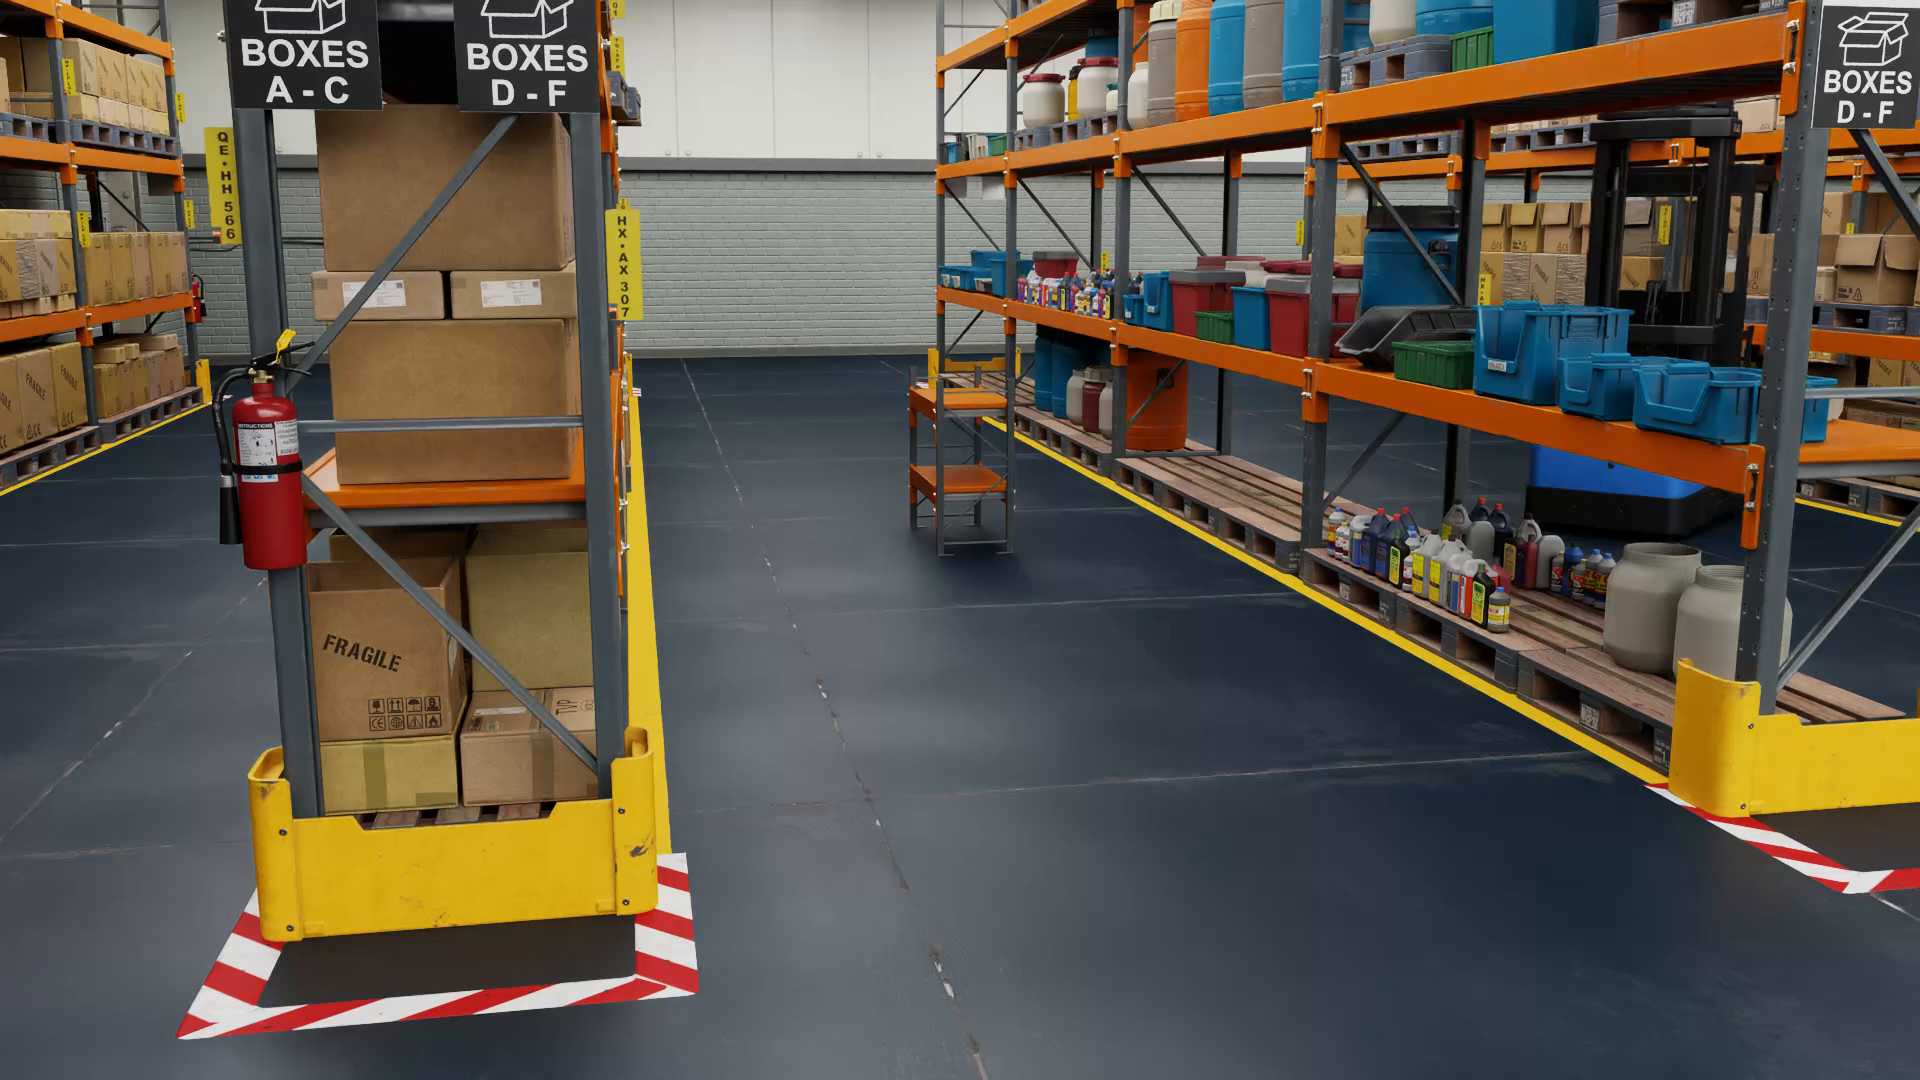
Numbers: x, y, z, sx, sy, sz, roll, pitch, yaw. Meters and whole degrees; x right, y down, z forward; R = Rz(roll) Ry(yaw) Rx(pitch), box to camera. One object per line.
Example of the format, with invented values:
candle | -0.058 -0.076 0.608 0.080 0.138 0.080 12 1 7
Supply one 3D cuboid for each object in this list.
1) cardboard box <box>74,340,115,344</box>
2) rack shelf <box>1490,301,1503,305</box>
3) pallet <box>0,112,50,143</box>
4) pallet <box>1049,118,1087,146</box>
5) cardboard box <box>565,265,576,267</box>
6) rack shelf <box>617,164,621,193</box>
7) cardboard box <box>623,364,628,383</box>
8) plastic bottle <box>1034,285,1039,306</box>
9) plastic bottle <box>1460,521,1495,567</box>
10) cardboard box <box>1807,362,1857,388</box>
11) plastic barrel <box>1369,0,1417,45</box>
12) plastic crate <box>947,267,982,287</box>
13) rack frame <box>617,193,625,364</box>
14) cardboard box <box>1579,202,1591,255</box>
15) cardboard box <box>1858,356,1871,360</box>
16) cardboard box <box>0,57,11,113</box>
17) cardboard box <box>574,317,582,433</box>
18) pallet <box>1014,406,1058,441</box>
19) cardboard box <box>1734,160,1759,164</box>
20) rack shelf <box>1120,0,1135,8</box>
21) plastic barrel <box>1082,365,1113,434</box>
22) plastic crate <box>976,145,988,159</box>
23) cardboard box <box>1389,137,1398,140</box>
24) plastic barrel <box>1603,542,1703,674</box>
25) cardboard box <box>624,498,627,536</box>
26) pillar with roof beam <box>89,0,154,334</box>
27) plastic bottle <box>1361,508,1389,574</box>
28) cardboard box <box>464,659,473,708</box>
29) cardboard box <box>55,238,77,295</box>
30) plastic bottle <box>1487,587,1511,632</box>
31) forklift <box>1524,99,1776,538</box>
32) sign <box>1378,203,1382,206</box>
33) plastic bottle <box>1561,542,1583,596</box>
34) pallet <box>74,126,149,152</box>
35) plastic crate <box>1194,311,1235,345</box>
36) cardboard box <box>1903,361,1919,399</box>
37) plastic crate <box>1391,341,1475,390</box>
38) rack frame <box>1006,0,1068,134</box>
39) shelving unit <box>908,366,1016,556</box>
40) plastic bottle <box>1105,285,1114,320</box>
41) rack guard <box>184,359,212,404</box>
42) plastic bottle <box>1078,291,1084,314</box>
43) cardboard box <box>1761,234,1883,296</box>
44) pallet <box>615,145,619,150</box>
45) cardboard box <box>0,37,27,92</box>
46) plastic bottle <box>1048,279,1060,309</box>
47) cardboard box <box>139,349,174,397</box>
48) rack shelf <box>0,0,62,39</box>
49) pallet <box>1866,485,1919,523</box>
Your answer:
cardboard box | -9.254 -2.046 17.749 0.380 0.149 0.250 -2 11 -10
rack shelf | 6.227 -2.177 16.535 1.077 0.370 4.000 -2 11 -11
pallet | -8.511 -3.570 14.419 0.805 0.209 1.217 -3 11 -13
pallet | 1.451 -3.750 15.357 1.003 0.211 1.213 -2 11 -11
cardboard box | -1.512 -0.878 5.786 0.380 0.149 0.250 -2 11 -11
rack shelf | -4.269 -4.024 18.220 1.077 0.370 4.000 -2 11 -11
cardboard box | -3.503 -1.446 16.277 0.500 0.500 0.500 -2 11 -11
plastic bottle | 0.782 -2.413 16.385 0.097 0.201 0.097 0 11 0
plastic bottle | 2.841 0.025 9.150 0.152 0.276 0.135 -2 11 -11
cardboard box | 6.889 -1.301 13.514 0.500 0.250 0.500 -1 11 -5
plastic barrel | 2.427 -2.898 8.957 0.421 0.512 0.421 0 11 0
plastic crate | 0.055 -3.220 20.378 0.416 0.233 0.300 -2 11 -11
rack frame | -4.658 -3.271 20.360 1.000 3.000 0.127 -2 11 -11
cardboard box | 6.366 -2.960 15.773 0.797 0.503 0.637 -2 11 -10
cardboard box | 10.859 -2.228 19.788 0.380 0.149 0.250 -2 11 -9
cardboard box | -8.675 -3.930 14.356 0.700 0.500 0.500 -3 11 -14
cardboard box | -1.822 -0.659 6.370 0.700 0.500 0.500 -2 11 -11
pallet | 1.089 -1.204 16.958 1.003 0.211 1.213 -2 11 -11
cardboard box | 10.082 -4.815 20.850 0.500 0.250 0.500 -2 11 -11
rack shelf | 2.147 -4.014 11.210 1.077 0.370 4.000 -2 11 -11
plastic barrel | 1.426 -1.301 15.337 0.600 0.588 0.708 -2 11 -11
plastic crate | 0.359 -4.280 18.345 0.293 0.136 0.466 -2 11 -11
cardboard box | 5.564 -5.016 19.849 0.700 0.500 0.500 -2 11 -9
plastic barrel | 3.013 0.290 7.181 0.421 0.512 0.421 0 11 0
cardboard box | -2.257 -0.103 9.943 0.500 0.250 0.500 -2 11 -10
pillar with roof beam | -6.667 -6.658 22.108 9.100 9.000 0.400 -2 11 -11
plastic bottle | 2.286 -0.001 9.089 0.144 0.351 0.185 -2 11 -9
cardboard box | -2.049 0.629 6.100 0.500 0.250 0.500 -2 11 -11
cardboard box | -8.401 -2.486 15.120 0.500 0.500 0.500 -2 11 -12
plastic bottle | 2.526 0.322 7.792 0.097 0.201 0.097 0 11 0
forklift | 5.212 -1.681 12.190 1.130 2.935 3.031 8 13 36
sign | 5.595 -4.333 22.209 0.100 0.325 0.005 -2 11 -11
plastic bottle | 3.141 0.146 8.528 0.097 0.271 0.097 0 11 0
pallet | -9.121 -4.160 17.247 1.003 0.211 1.213 -2 11 -11
plastic crate | 1.920 -1.455 11.384 0.450 0.188 0.662 -2 11 -11
cardboard box | 10.711 -1.795 18.167 0.500 0.500 0.500 -2 11 -8
plastic crate | 2.523 -0.886 8.397 0.450 0.188 0.662 -2 11 -11
rack frame | 0.980 -5.664 16.887 1.000 3.000 0.127 -2 11 -11
shelving unit | -0.001 -0.554 11.098 0.538 1.125 1.048 -2 11 -11
plastic bottle | 1.261 -1.985 13.913 0.061 0.283 0.133 -2 11 -11
rack guard | -9.521 -1.867 19.667 1.175 0.500 0.348 -2 11 -11
plastic bottle | 1.097 -2.116 14.821 0.097 0.201 0.097 0 11 0
cardboard box | 6.967 -2.222 13.460 0.700 0.500 0.500 0 11 -3
pallet | -3.822 -3.796 15.601 1.213 0.211 1.003 -2 11 -11
cardboard box | -9.103 -4.500 15.799 0.500 0.500 0.500 -2 11 -11
plastic bottle | 0.921 -2.345 15.825 0.152 0.276 0.135 -2 11 -11
cardboard box | -9.184 -1.852 18.467 0.700 0.500 0.500 -2 11 -11
rack shelf | -8.349 -4.387 13.172 1.077 0.370 4.000 -2 11 -11
pallet | 7.241 -0.203 11.697 1.003 0.211 1.213 -2 11 -11
